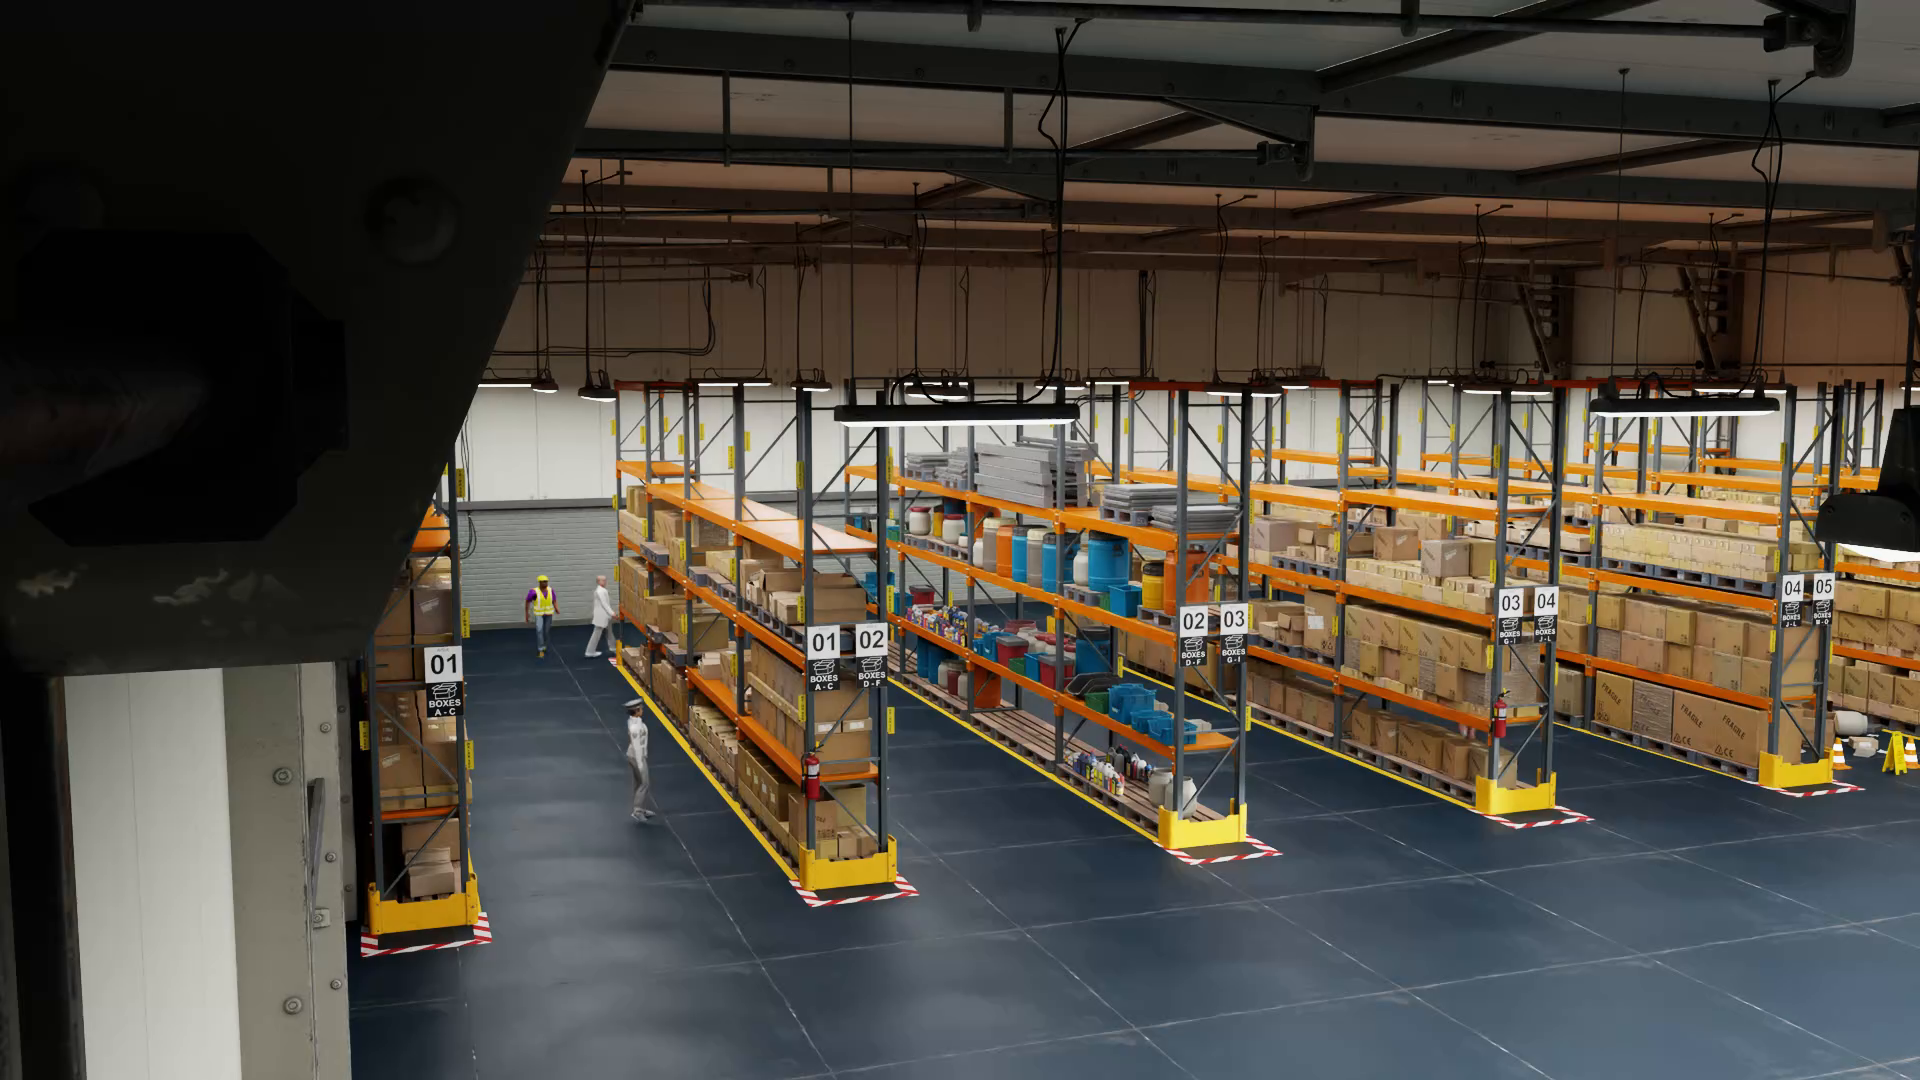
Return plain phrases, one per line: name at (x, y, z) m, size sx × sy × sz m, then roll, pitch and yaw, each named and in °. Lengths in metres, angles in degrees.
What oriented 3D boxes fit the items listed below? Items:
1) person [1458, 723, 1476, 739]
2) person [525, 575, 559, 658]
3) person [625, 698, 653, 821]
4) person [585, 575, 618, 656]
person at (8.524, 2.569, 27.678) m, size 0.450 × 1.678 × 0.451 m, roll 2°, pitch 6°, yaw 16°
person at (-9.133, 1.648, 36.354) m, size 0.701 × 1.772 × 0.960 m, roll -2°, pitch 6°, yaw -20°
person at (-4.493, 3.078, 23.270) m, size 0.365 × 1.742 × 0.544 m, roll -1°, pitch 6°, yaw -7°
person at (-7.701, 1.621, 36.080) m, size 0.992 × 1.740 × 0.682 m, roll -5°, pitch 8°, yaw -38°
